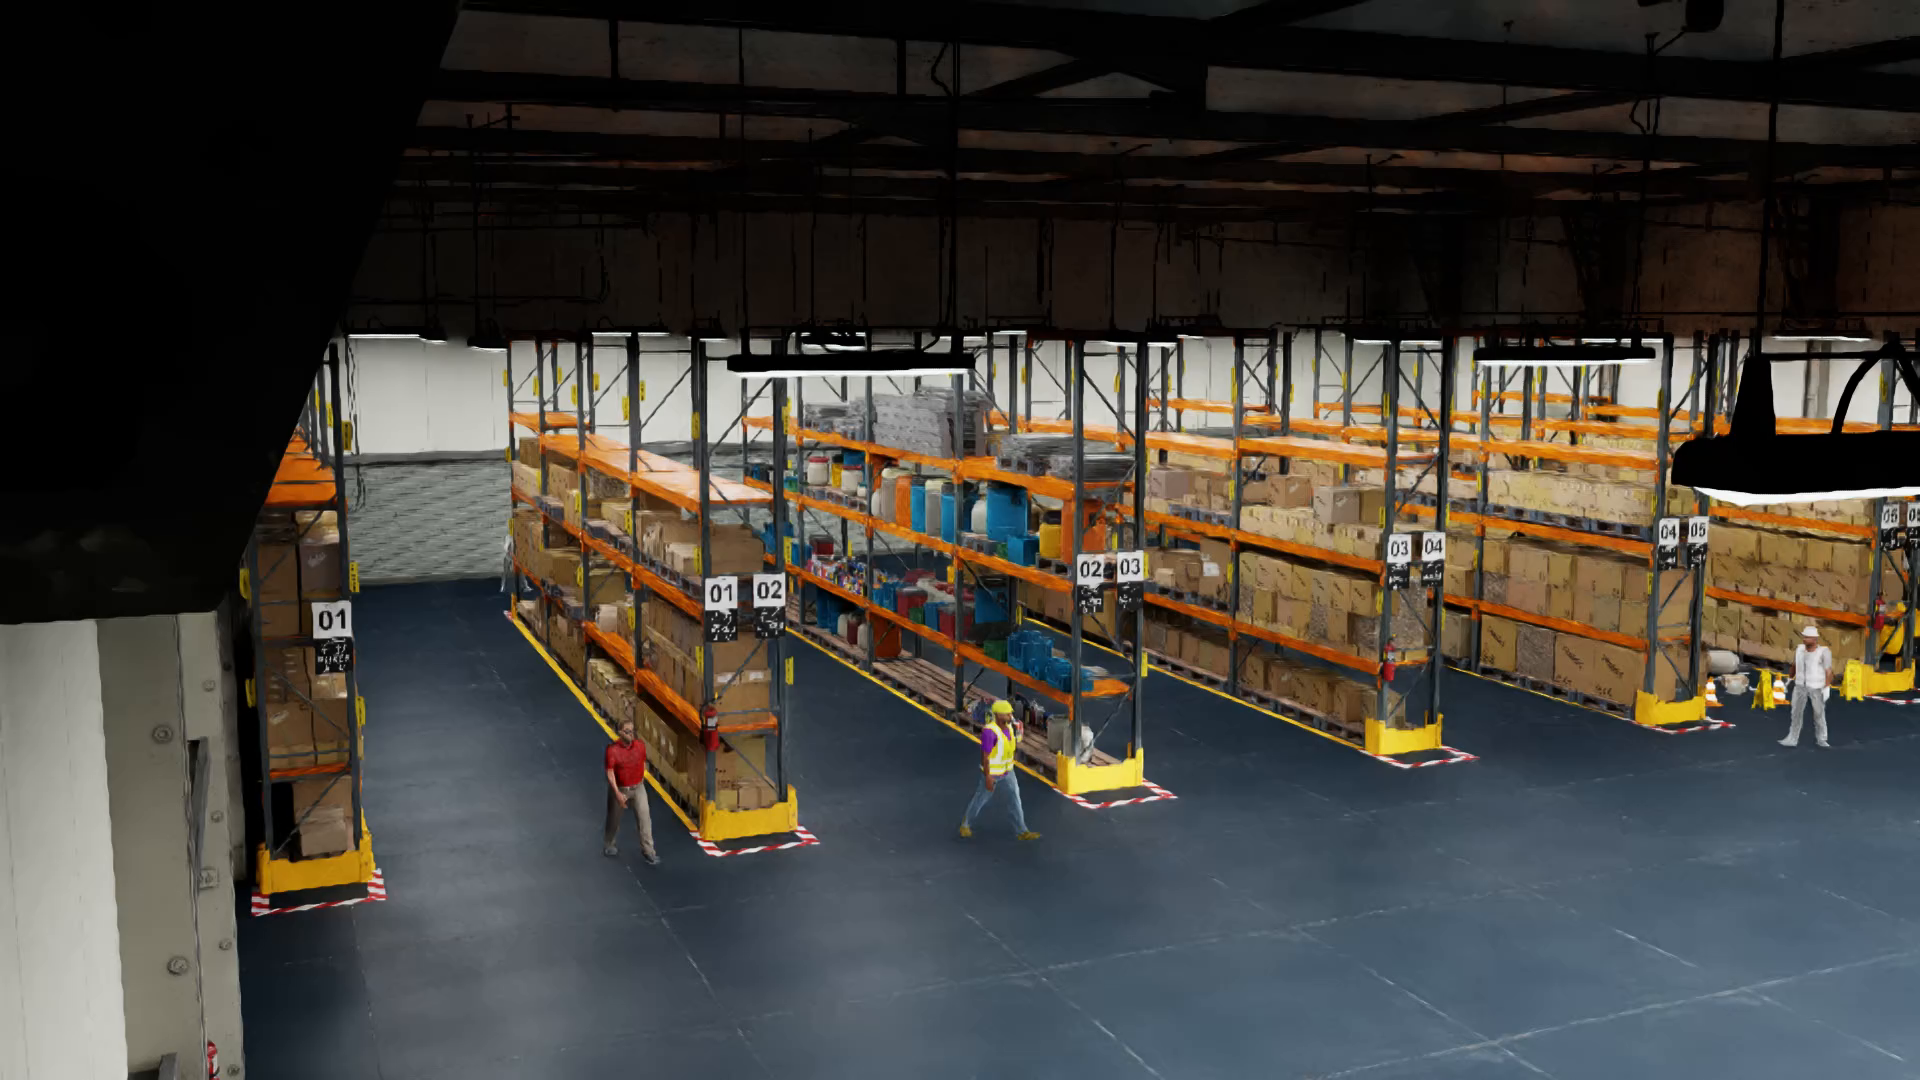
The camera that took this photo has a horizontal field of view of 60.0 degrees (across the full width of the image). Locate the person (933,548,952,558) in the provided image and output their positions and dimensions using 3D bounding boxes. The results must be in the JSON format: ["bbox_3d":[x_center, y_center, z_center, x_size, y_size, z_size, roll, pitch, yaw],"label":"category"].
[{"bbox_3d":[-0.391,-0.423,43.279,0.571,1.762,0.585,5,9,31],"label":"person"}]

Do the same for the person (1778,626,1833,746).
[{"bbox_3d":[12.398,2.143,24.374,0.629,1.786,0.685,-6,10,-35],"label":"person"}]

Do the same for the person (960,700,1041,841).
[{"bbox_3d":[0.449,2.770,19.967,0.939,1.739,0.591,7,10,40],"label":"person"}]

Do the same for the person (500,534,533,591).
[{"bbox_3d":[-10.189,0.408,37.929,0.566,1.531,0.767,-7,11,-42],"label":"person"}]

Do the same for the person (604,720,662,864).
[{"bbox_3d":[-3.851,2.892,19.221,0.536,1.657,1.037,-5,9,-31],"label":"person"}]
